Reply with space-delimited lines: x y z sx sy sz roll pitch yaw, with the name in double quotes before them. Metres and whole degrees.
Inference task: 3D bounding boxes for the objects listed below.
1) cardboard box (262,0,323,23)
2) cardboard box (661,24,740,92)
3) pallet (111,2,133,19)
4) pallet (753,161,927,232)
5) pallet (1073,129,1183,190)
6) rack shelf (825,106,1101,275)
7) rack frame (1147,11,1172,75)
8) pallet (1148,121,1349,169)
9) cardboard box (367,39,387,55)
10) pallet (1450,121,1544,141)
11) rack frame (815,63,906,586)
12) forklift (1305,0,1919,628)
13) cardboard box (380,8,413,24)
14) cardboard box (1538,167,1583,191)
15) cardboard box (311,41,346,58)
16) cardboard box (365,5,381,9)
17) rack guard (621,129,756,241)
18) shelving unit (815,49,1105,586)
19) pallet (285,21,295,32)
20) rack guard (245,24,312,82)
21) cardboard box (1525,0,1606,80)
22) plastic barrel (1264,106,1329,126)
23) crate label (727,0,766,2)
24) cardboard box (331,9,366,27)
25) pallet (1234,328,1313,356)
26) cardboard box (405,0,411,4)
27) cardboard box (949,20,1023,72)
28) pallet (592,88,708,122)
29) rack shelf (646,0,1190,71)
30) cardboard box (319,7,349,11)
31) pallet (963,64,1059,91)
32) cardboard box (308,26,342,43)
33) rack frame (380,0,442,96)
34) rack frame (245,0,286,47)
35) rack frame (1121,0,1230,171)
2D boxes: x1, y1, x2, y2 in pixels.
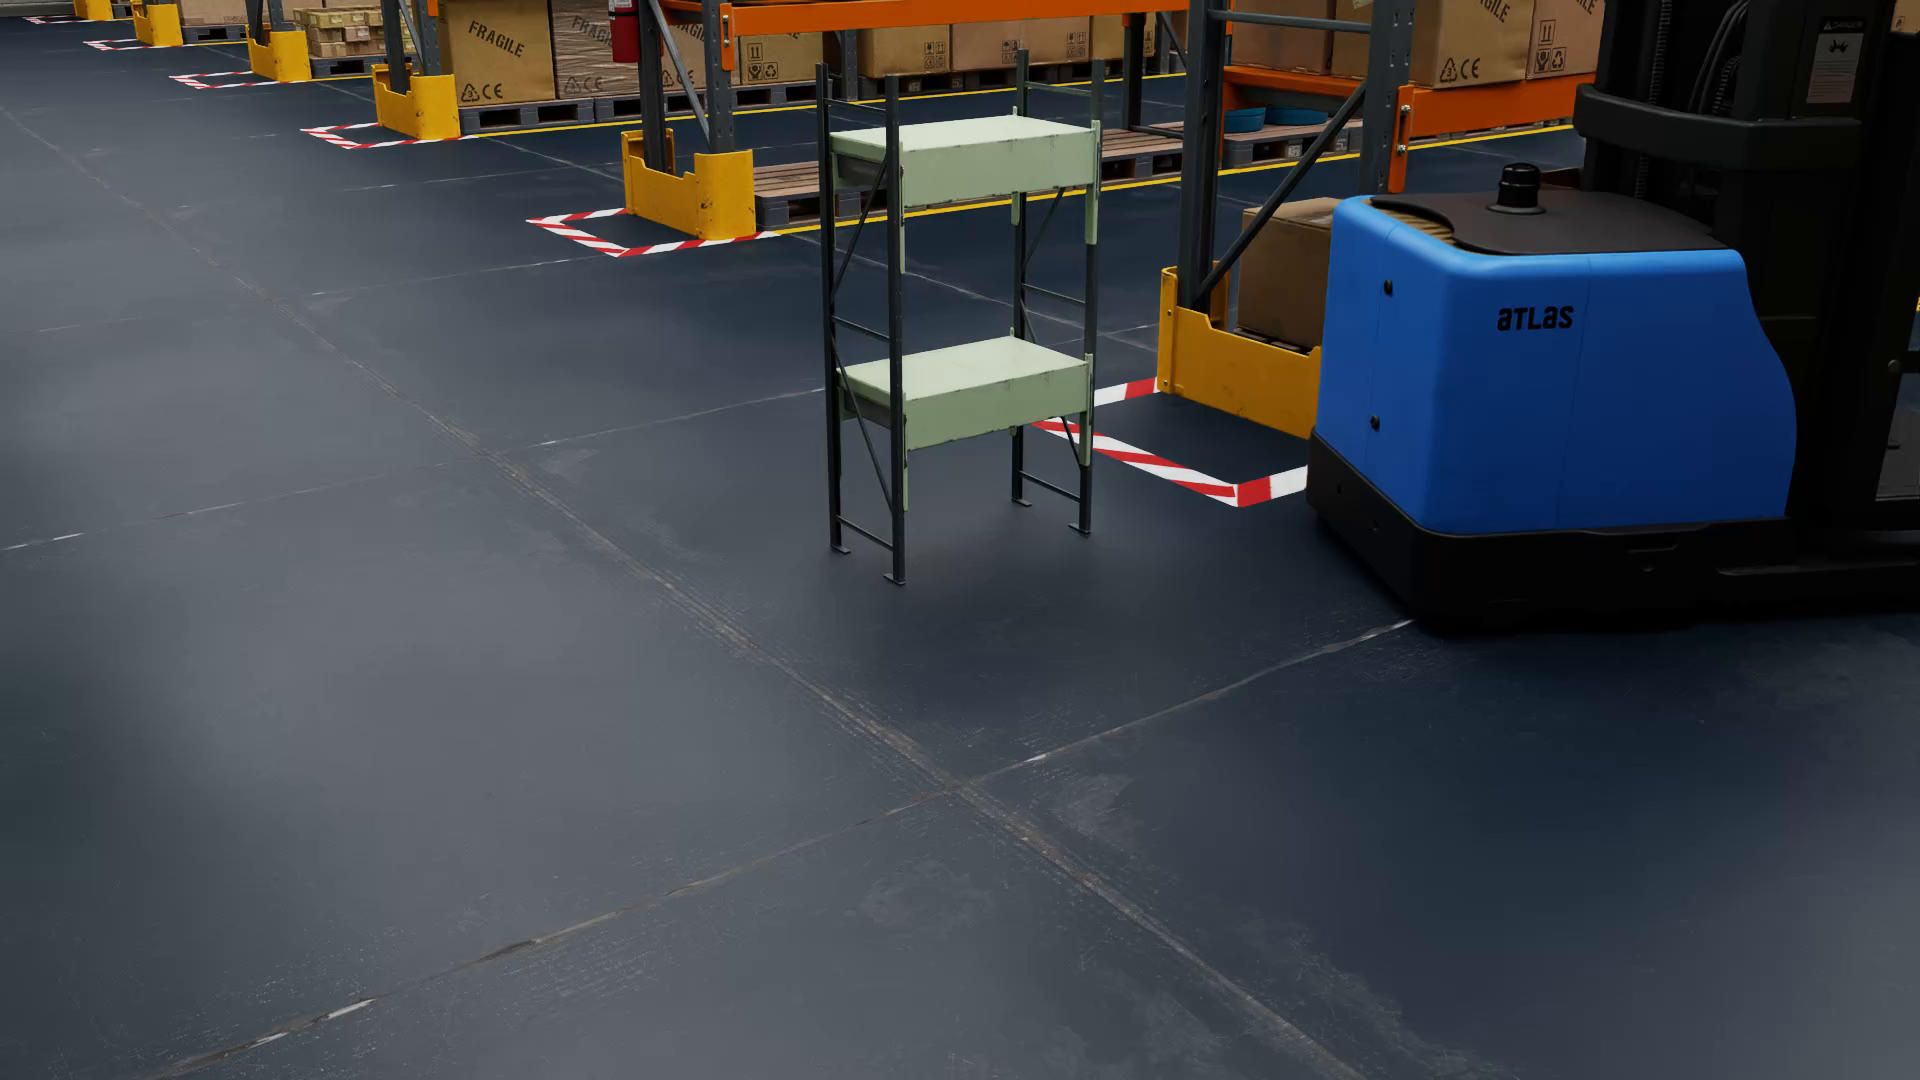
"cardboard box" -9.134 -7.223 22.340 0.875 0.438 0.875 -14 26 -31
"cardboard box" -2.628 -4.623 15.235 0.875 0.875 0.875 -15 26 -33
"pallet" -12.543 -8.231 25.738 1.213 0.211 1.003 -15 26 -33
"pallet" -0.977 -2.244 10.736 1.213 0.211 1.003 -15 26 -33
"pallet" 1.003 -2.772 12.059 1.213 0.211 1.003 -15 26 -33
"rack shelf" 0.005 -1.061 4.977 0.720 0.370 0.431 -15 26 -33
"rack frame" 1.932 -6.594 17.875 0.127 3.000 1.000 -15 26 -33
"pallet" 2.228 -3.098 12.875 1.213 0.211 1.003 -15 26 -33
"cardboard box" -6.402 -5.402 18.166 0.250 0.149 0.380 -15 26 -32
"pallet" 4.209 -3.626 14.198 1.213 0.211 1.003 -15 26 -33
"rack frame" -0.292 -0.619 4.924 0.023 1.500 0.400 -15 26 -33
"forklift" 2.711 -1.349 4.824 3.031 2.935 1.130 -3 22 -8
"cardboard box" -6.167 -5.726 18.175 0.250 0.149 0.380 -16 27 -35
"cardboard box" 2.945 -1.384 7.592 0.637 0.503 0.797 -15 26 -33
"cardboard box" -6.765 -5.265 17.823 0.250 0.149 0.380 -14 26 -32
"cardboard box" -6.474 -5.883 18.570 0.250 0.149 0.380 -16 27 -35
"rack guard" -1.681 -2.203 10.241 0.348 0.500 1.175 -15 26 -33
"shelving unit" 0.005 -0.698 5.122 0.755 1.500 0.431 -15 26 -33
"pallet" -8.757 -7.008 22.674 1.213 0.211 1.003 -15 26 -33
"rack guard" -7.315 -5.232 17.834 0.348 0.500 1.175 -15 26 -33
"cardboard box" 2.150 -2.058 6.372 0.500 0.500 0.500 -15 26 -33
"plastic barrel" 2.604 -3.725 12.948 0.708 0.901 0.600 -15 26 -33
"crate label" -1.277 -3.277 9.707 0.303 0.233 0.416 -15 26 -33
"cardboard box" -6.600 -5.631 17.938 0.250 0.149 0.380 -14 26 -32
"pallet" 1.929 -0.776 7.056 1.213 0.211 1.003 -15 26 -33
"cardboard box" -7.675 -7.611 23.314 0.875 0.438 0.875 -15 26 -34
"cardboard box" -0.083 -5.275 16.868 0.875 0.875 1.225 -16 27 -35
"pallet" -2.969 -4.027 15.203 1.213 0.211 1.003 -15 26 -33
"rack shelf" -0.046 -3.471 11.019 4.000 0.370 1.077 -15 26 -33
"cardboard box" -6.858 -5.752 18.241 0.250 0.149 0.380 -14 26 -32
"pallet" 0.258 -4.889 17.363 1.213 0.211 1.003 -15 26 -33
"cardboard box" -6.802 -5.422 17.815 0.250 0.149 0.380 -14 26 -31
"rack frame" -4.562 -4.863 13.535 0.127 3.000 1.000 -15 26 -33
"rack frame" -7.377 -6.377 17.329 0.127 3.000 1.000 -15 26 -33
"rack frame" 1.577 -4.238 11.971 0.127 3.000 1.000 -15 26 -33
